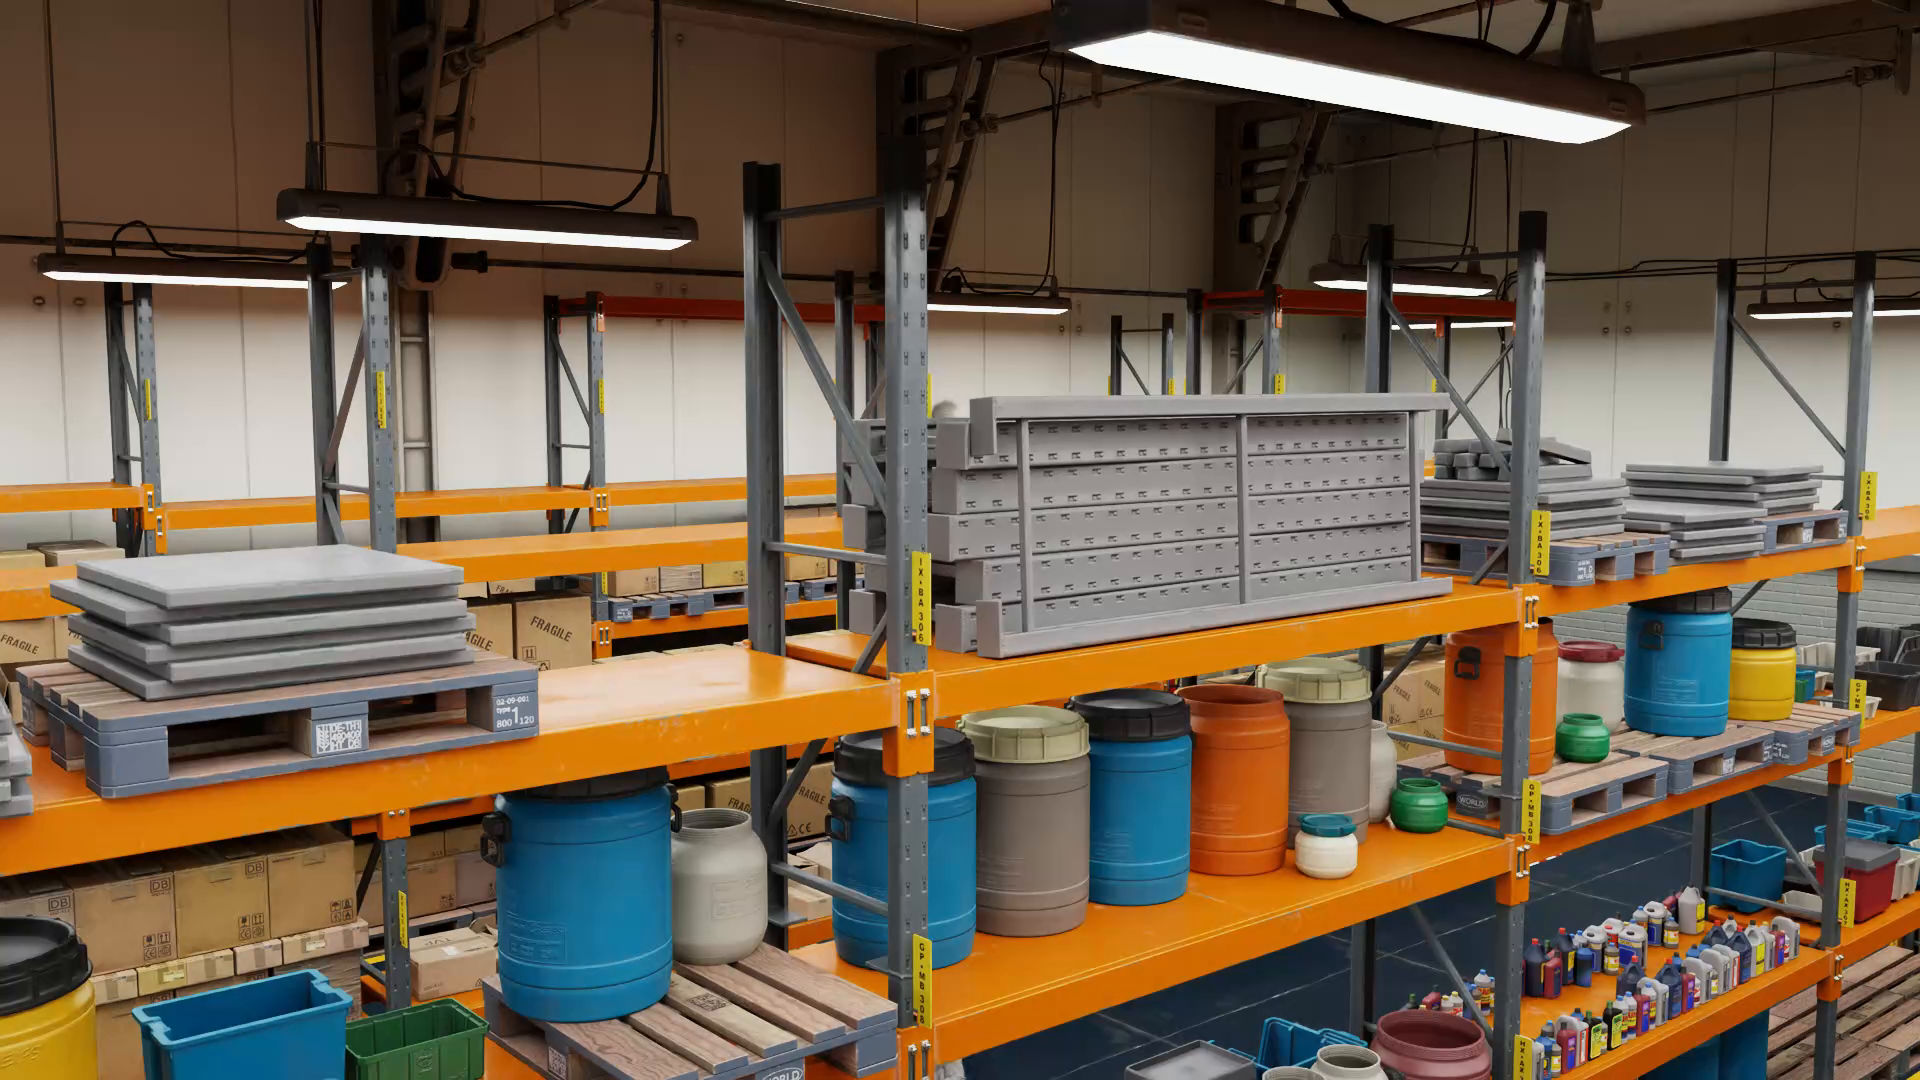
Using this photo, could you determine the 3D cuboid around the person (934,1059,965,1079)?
[{"bbox_3d":[-0.219,3.370,9.802,0.642,1.751,0.661,-5,8,-44],"label":"person"}]
